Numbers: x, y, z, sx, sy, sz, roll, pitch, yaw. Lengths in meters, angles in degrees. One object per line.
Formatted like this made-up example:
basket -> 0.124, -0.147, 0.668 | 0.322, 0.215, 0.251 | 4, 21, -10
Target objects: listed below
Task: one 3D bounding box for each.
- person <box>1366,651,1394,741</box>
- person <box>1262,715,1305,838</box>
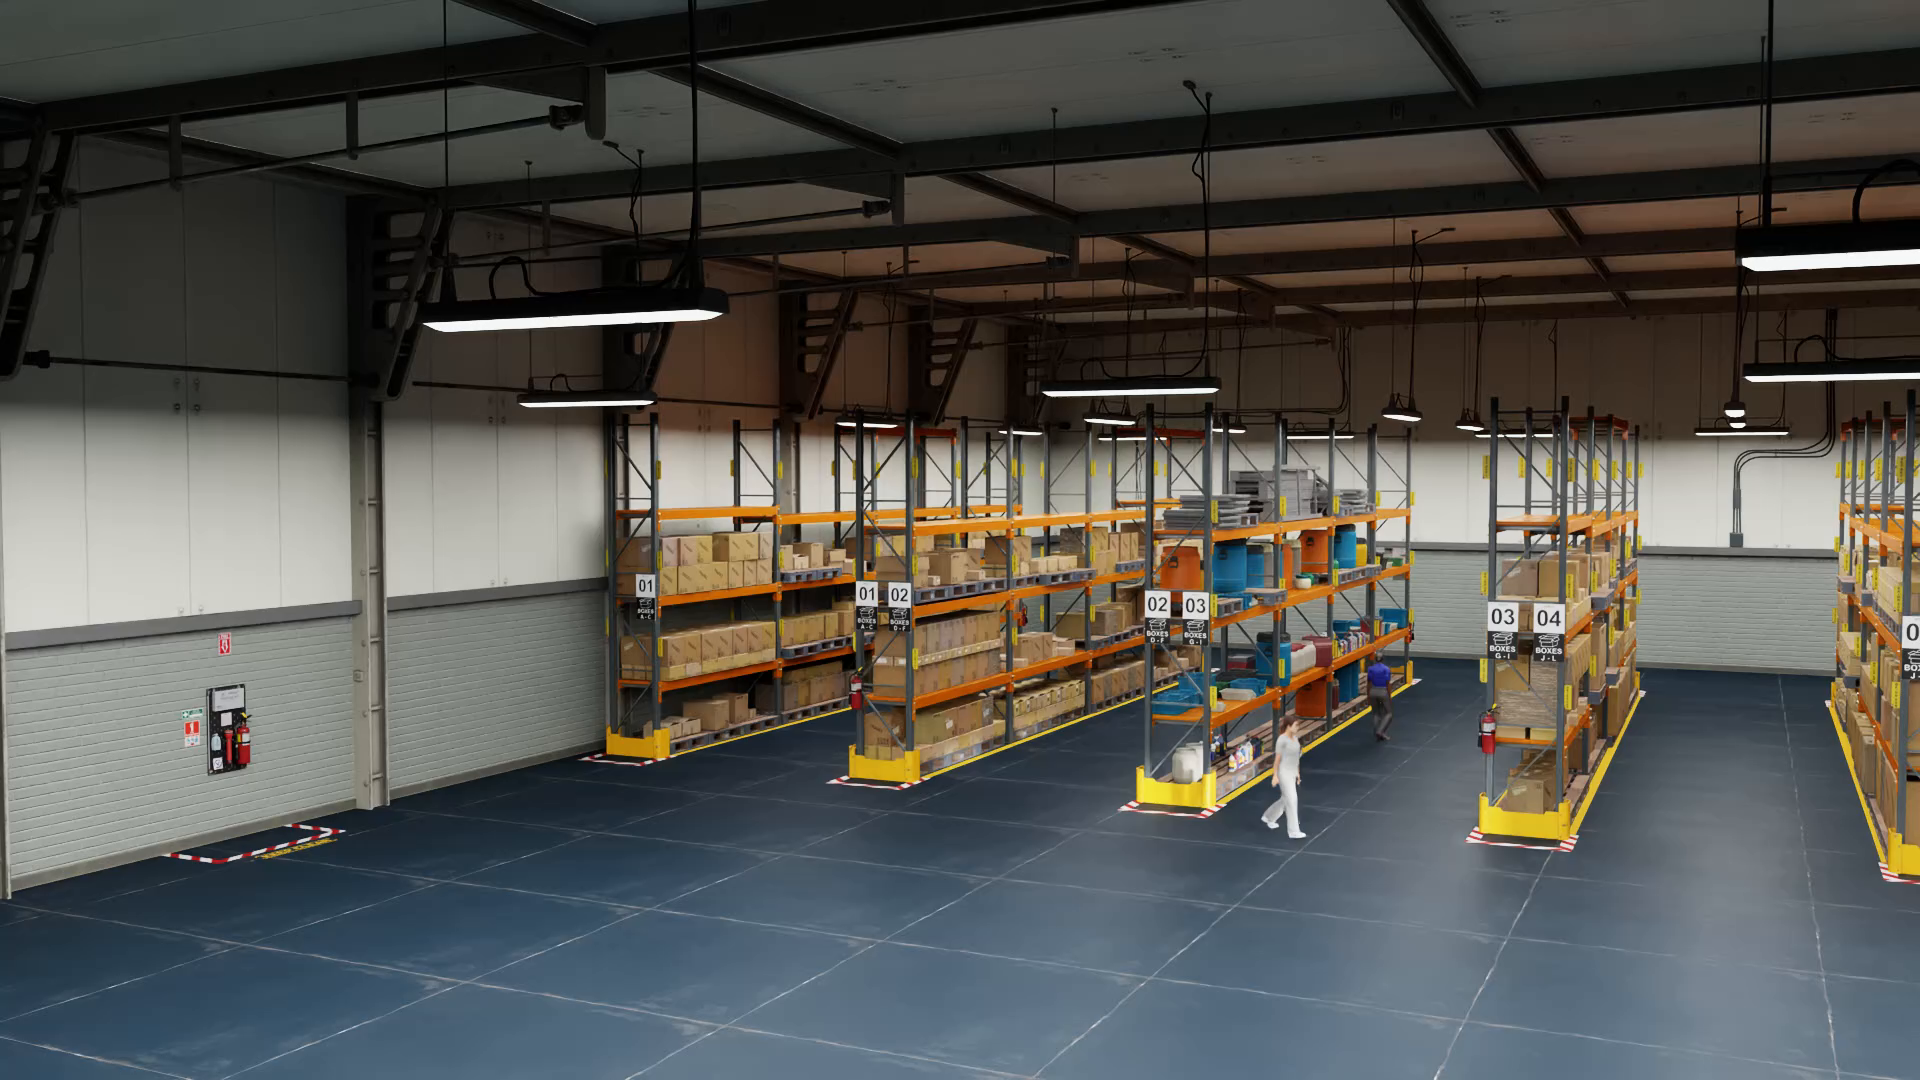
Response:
person -> 7.737, 2.889, 30.675 | 0.511, 1.656, 0.509 | 2, 3, 34
person -> 4.458, 3.220, 22.817 | 0.844, 1.647, 0.454 | 2, 3, 41
